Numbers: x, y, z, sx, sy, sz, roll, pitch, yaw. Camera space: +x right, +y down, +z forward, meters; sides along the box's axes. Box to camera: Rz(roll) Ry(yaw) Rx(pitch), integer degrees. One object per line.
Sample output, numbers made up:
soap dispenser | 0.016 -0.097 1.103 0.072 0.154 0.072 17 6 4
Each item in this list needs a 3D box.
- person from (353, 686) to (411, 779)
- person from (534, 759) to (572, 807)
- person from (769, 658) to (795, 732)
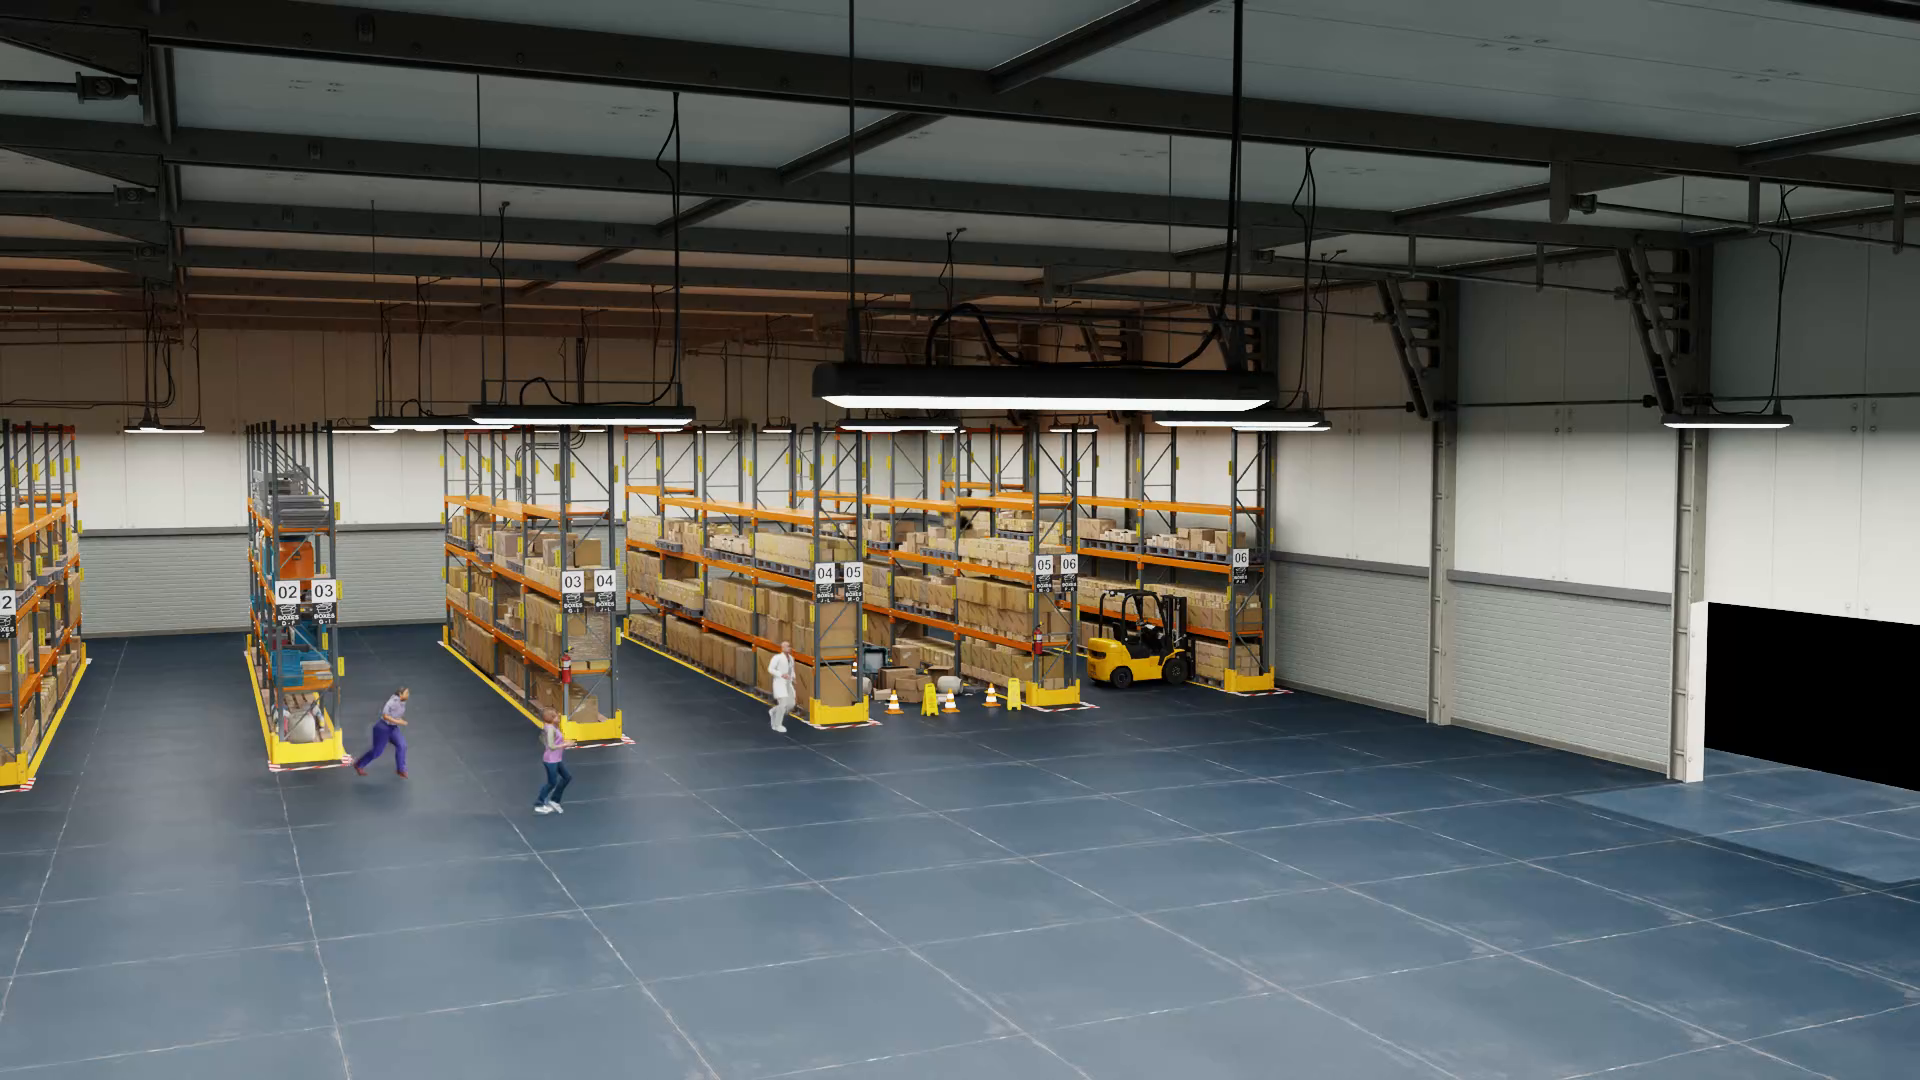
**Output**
person | -9.653 3.229 27.778 0.962 1.614 0.644 0 4 0
person | -6.163 3.608 25.128 0.553 0.831 0.342 0 4 -5
person | -3.443 2.962 32.471 0.528 1.481 0.640 3 5 39
